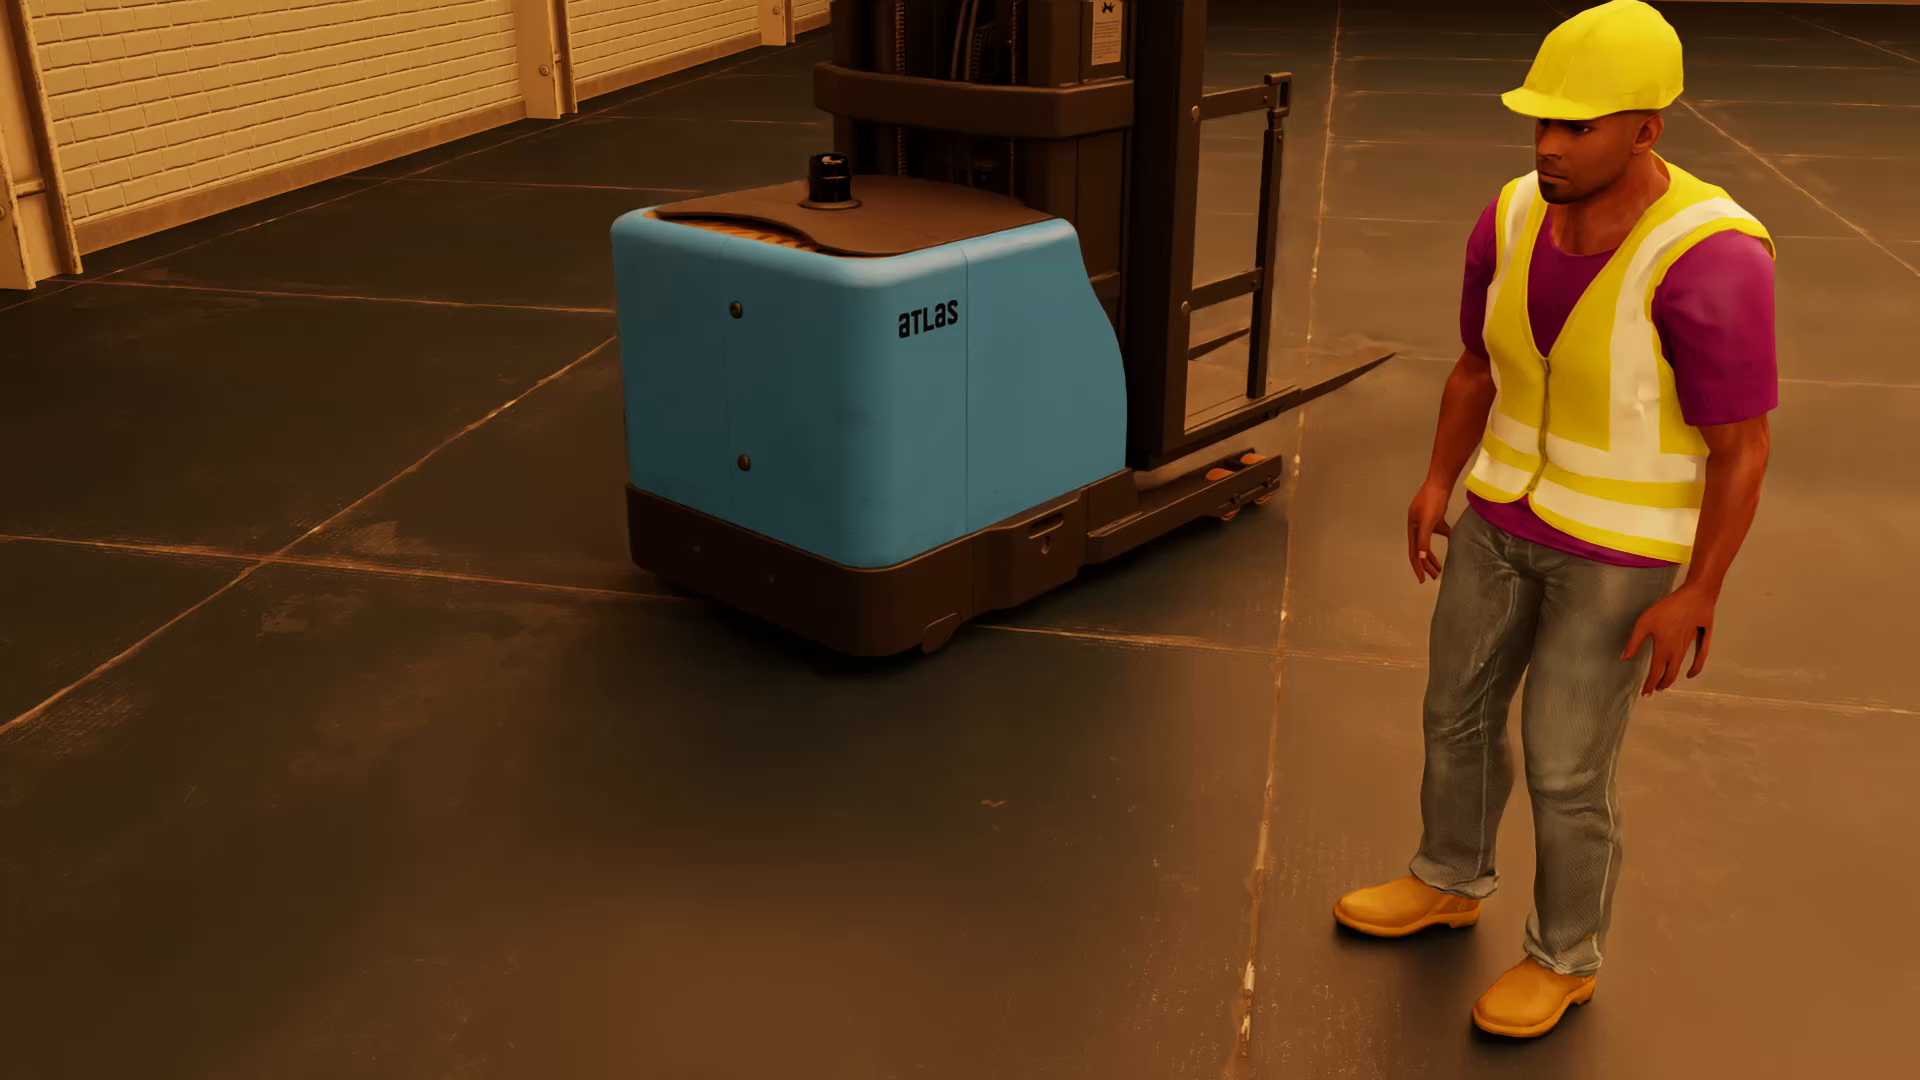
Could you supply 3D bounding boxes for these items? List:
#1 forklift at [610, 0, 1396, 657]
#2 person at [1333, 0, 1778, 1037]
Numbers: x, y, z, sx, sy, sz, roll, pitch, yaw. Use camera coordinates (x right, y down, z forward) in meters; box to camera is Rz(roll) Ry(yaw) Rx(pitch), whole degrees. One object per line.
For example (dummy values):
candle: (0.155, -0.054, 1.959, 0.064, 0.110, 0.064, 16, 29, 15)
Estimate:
forklift: (0.402, -1.532, 5.025, 1.130, 2.935, 3.031, 19, 29, 38)
person: (1.011, -0.001, 2.827, 0.463, 1.759, 0.629, -12, 25, -26)
